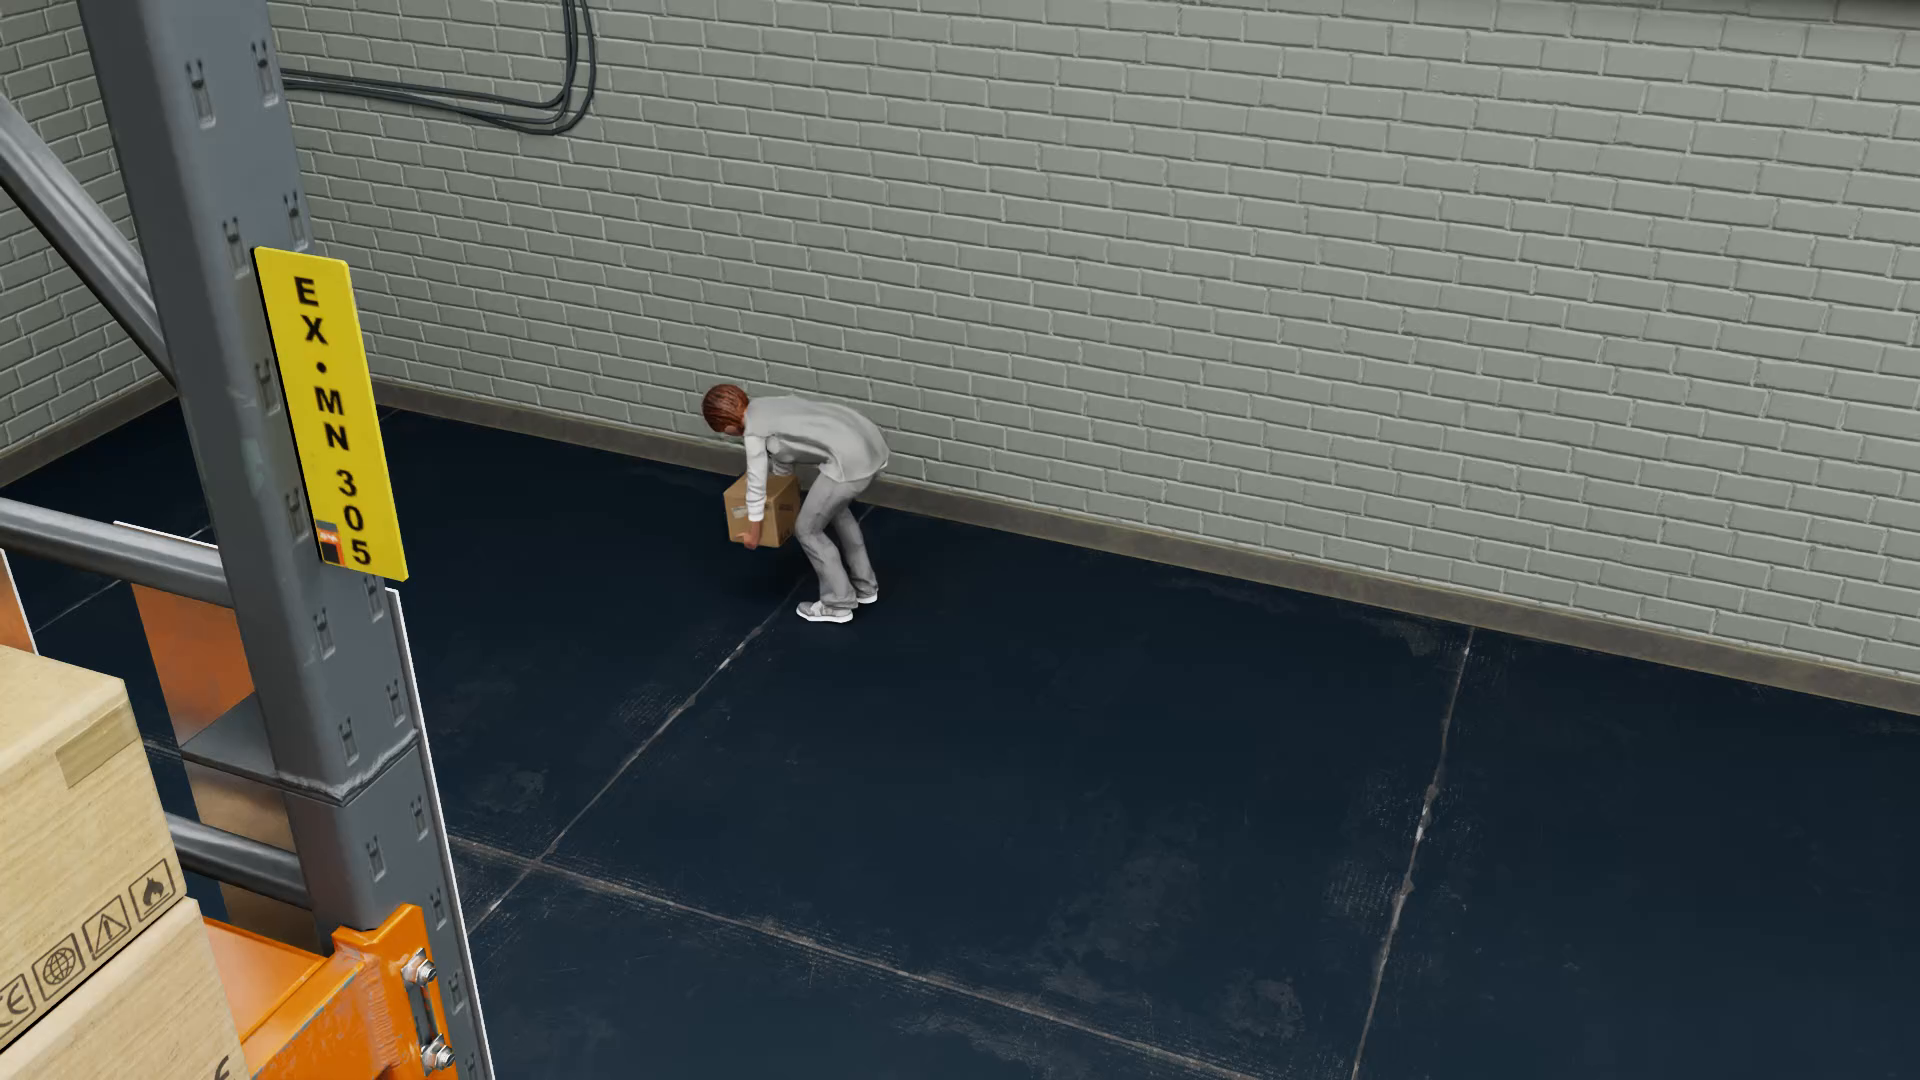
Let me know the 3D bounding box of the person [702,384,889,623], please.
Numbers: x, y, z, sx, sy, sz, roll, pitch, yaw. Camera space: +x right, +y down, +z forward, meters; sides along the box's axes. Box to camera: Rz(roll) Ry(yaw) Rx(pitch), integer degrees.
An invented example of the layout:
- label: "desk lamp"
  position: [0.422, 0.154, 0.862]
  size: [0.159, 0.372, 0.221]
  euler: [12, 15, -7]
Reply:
- label: "person"
  position: [-0.733, -0.169, 7.483]
  size: [0.864, 1.047, 0.387]
  euler: [10, 32, 17]
